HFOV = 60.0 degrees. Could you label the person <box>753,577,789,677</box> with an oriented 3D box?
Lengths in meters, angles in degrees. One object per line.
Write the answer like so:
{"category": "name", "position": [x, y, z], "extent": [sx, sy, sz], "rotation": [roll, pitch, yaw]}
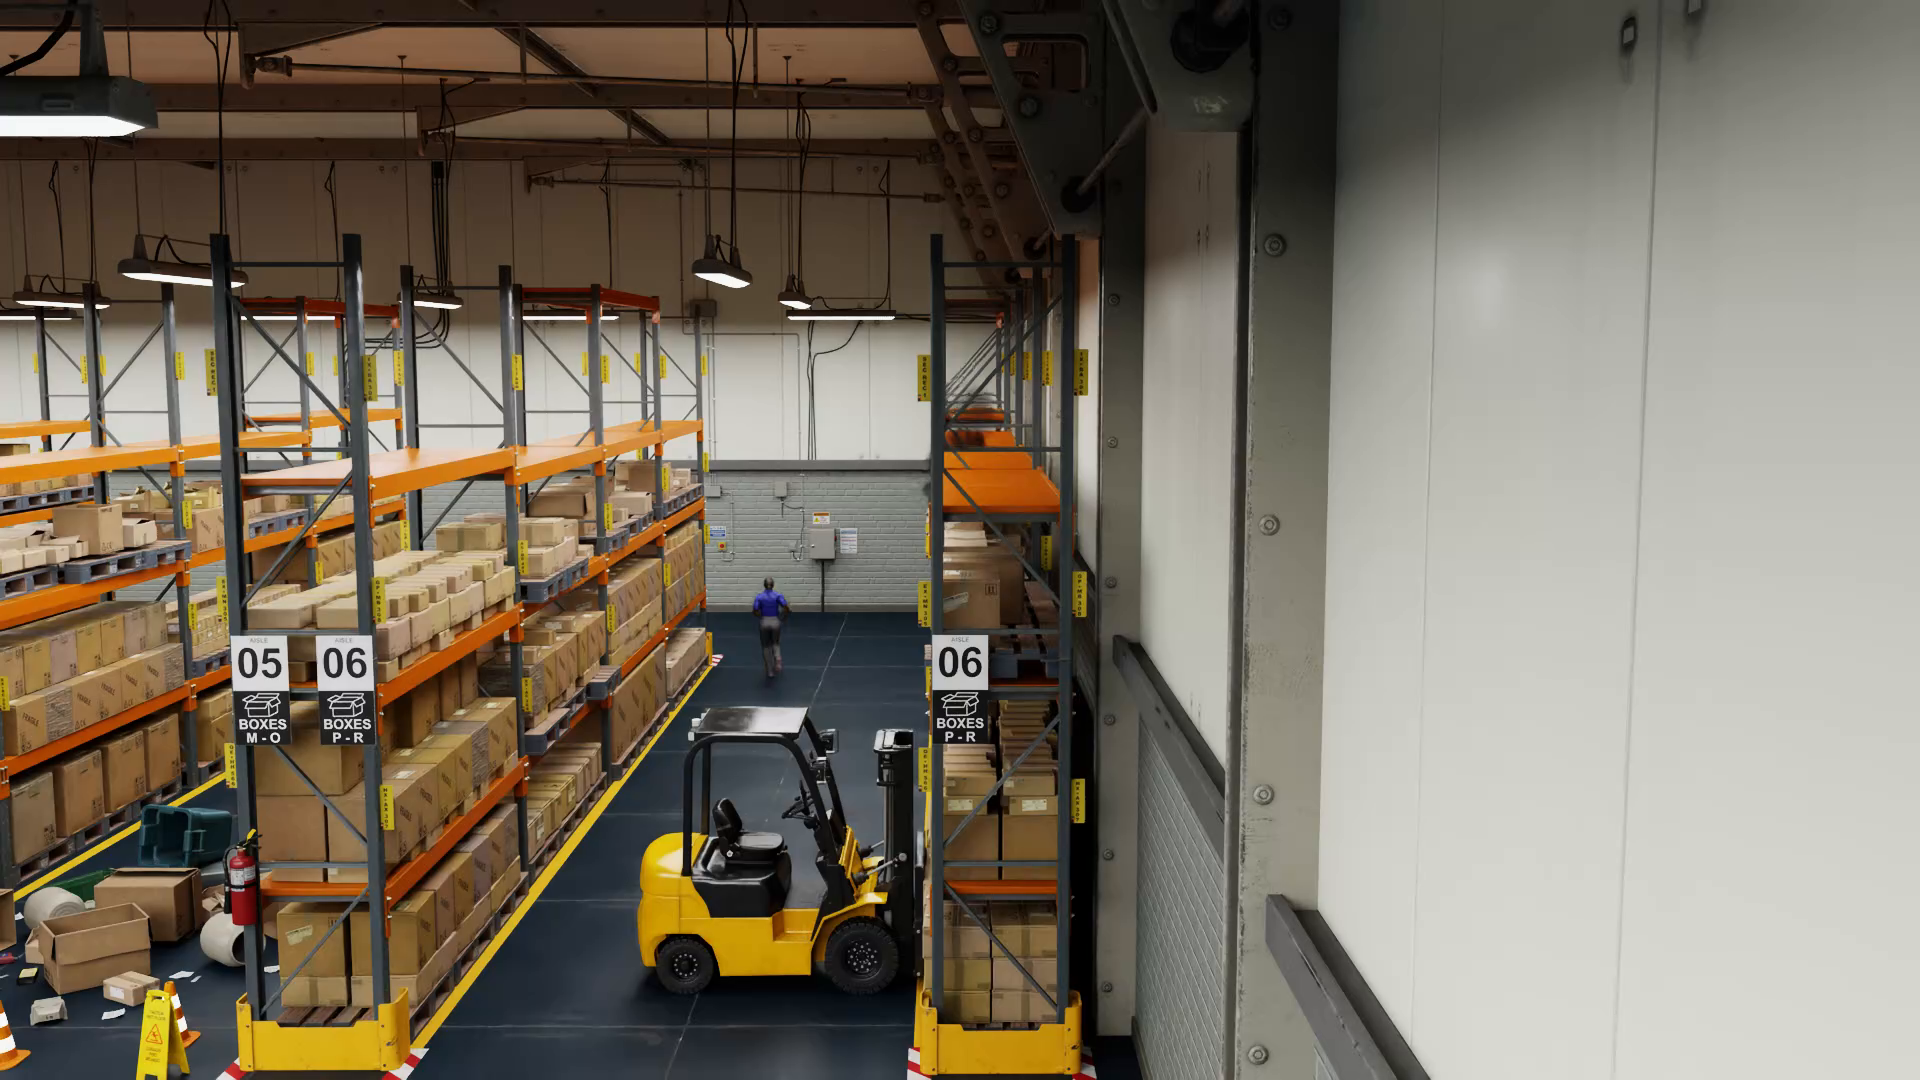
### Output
{"category": "person", "position": [-3.072, 1.397, 26.925], "extent": [0.561, 1.603, 0.570], "rotation": [-2, 7, -14]}
